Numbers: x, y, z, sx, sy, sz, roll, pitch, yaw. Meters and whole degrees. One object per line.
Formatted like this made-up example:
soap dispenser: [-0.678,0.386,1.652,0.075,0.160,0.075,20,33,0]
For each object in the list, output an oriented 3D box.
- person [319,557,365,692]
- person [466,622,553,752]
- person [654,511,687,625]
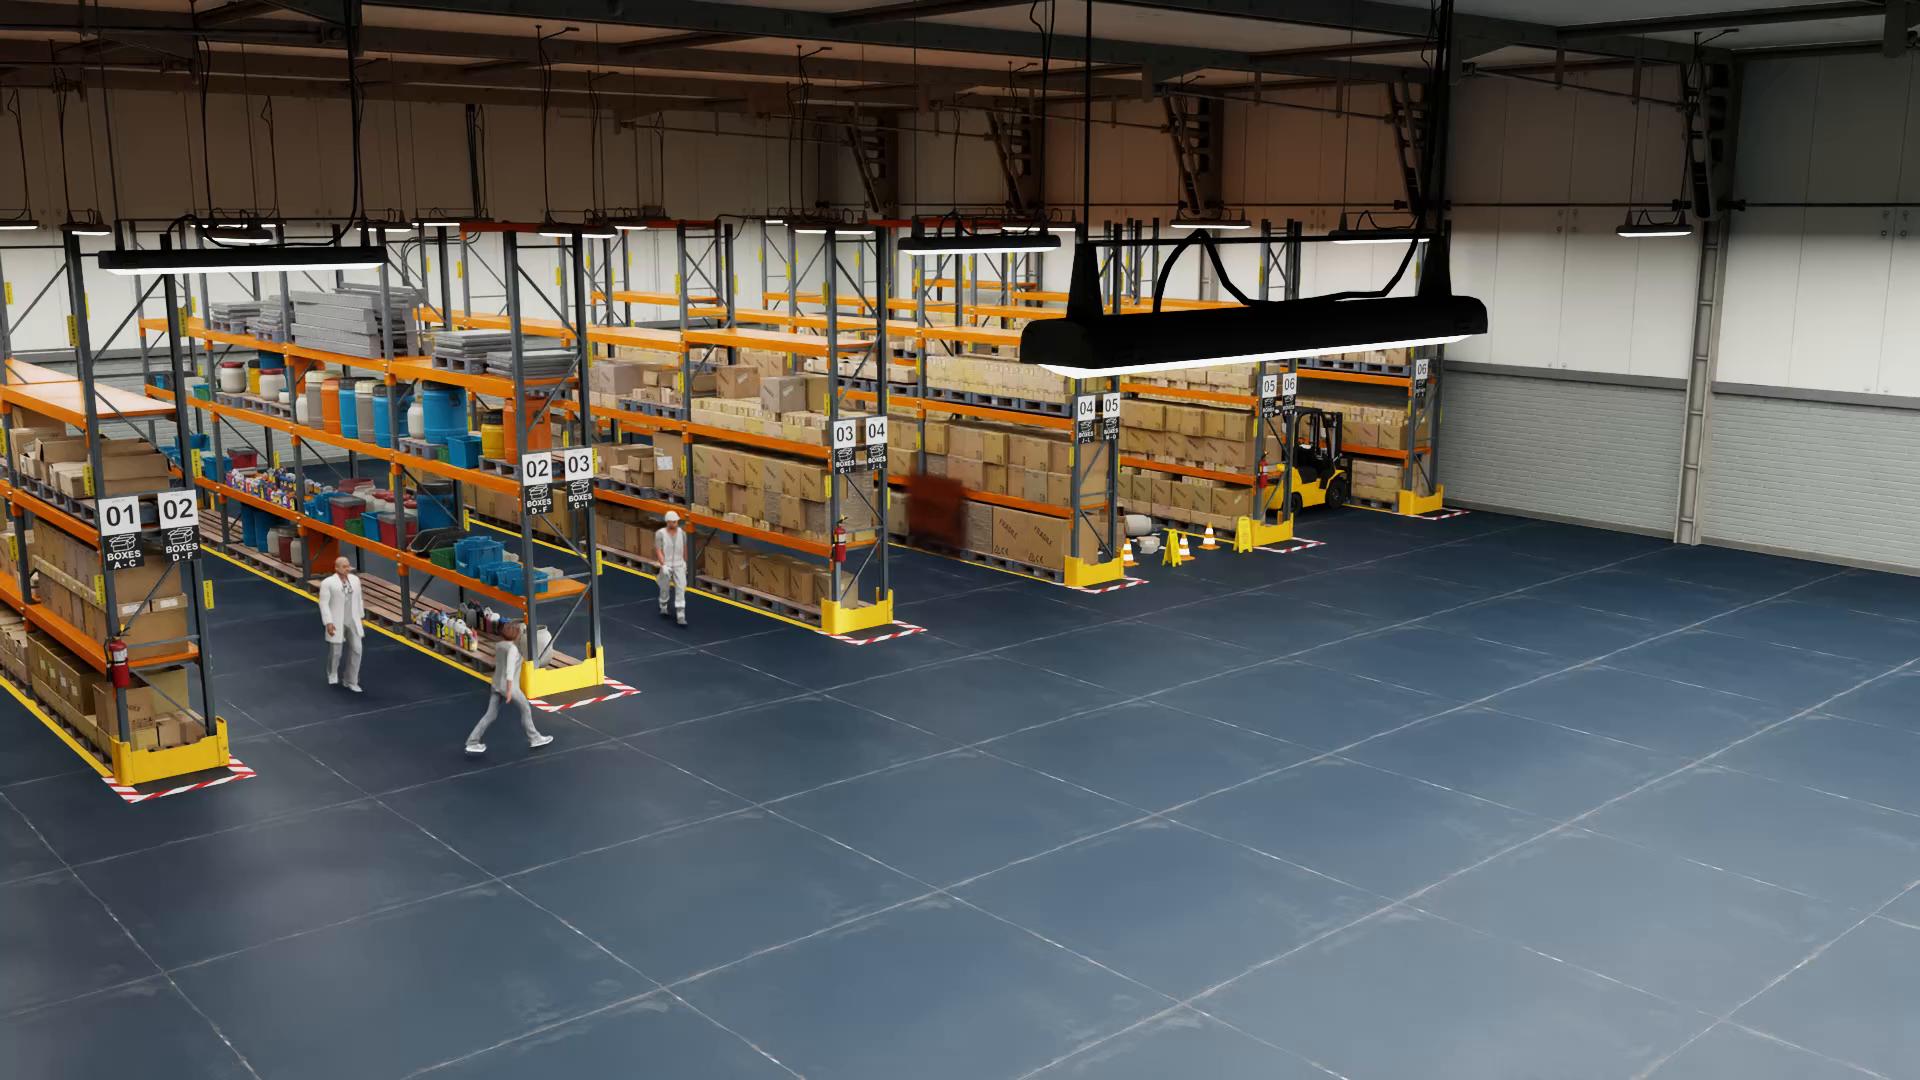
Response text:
person: [-8.159,1.121,22.046,0.720,1.821,0.682,10,15,40]
person: [-5.321,1.724,19.442,0.427,1.524,1.024,11,16,44]
person: [-4.404,0.403,25.507,0.525,1.716,1.091,-5,12,-22]
